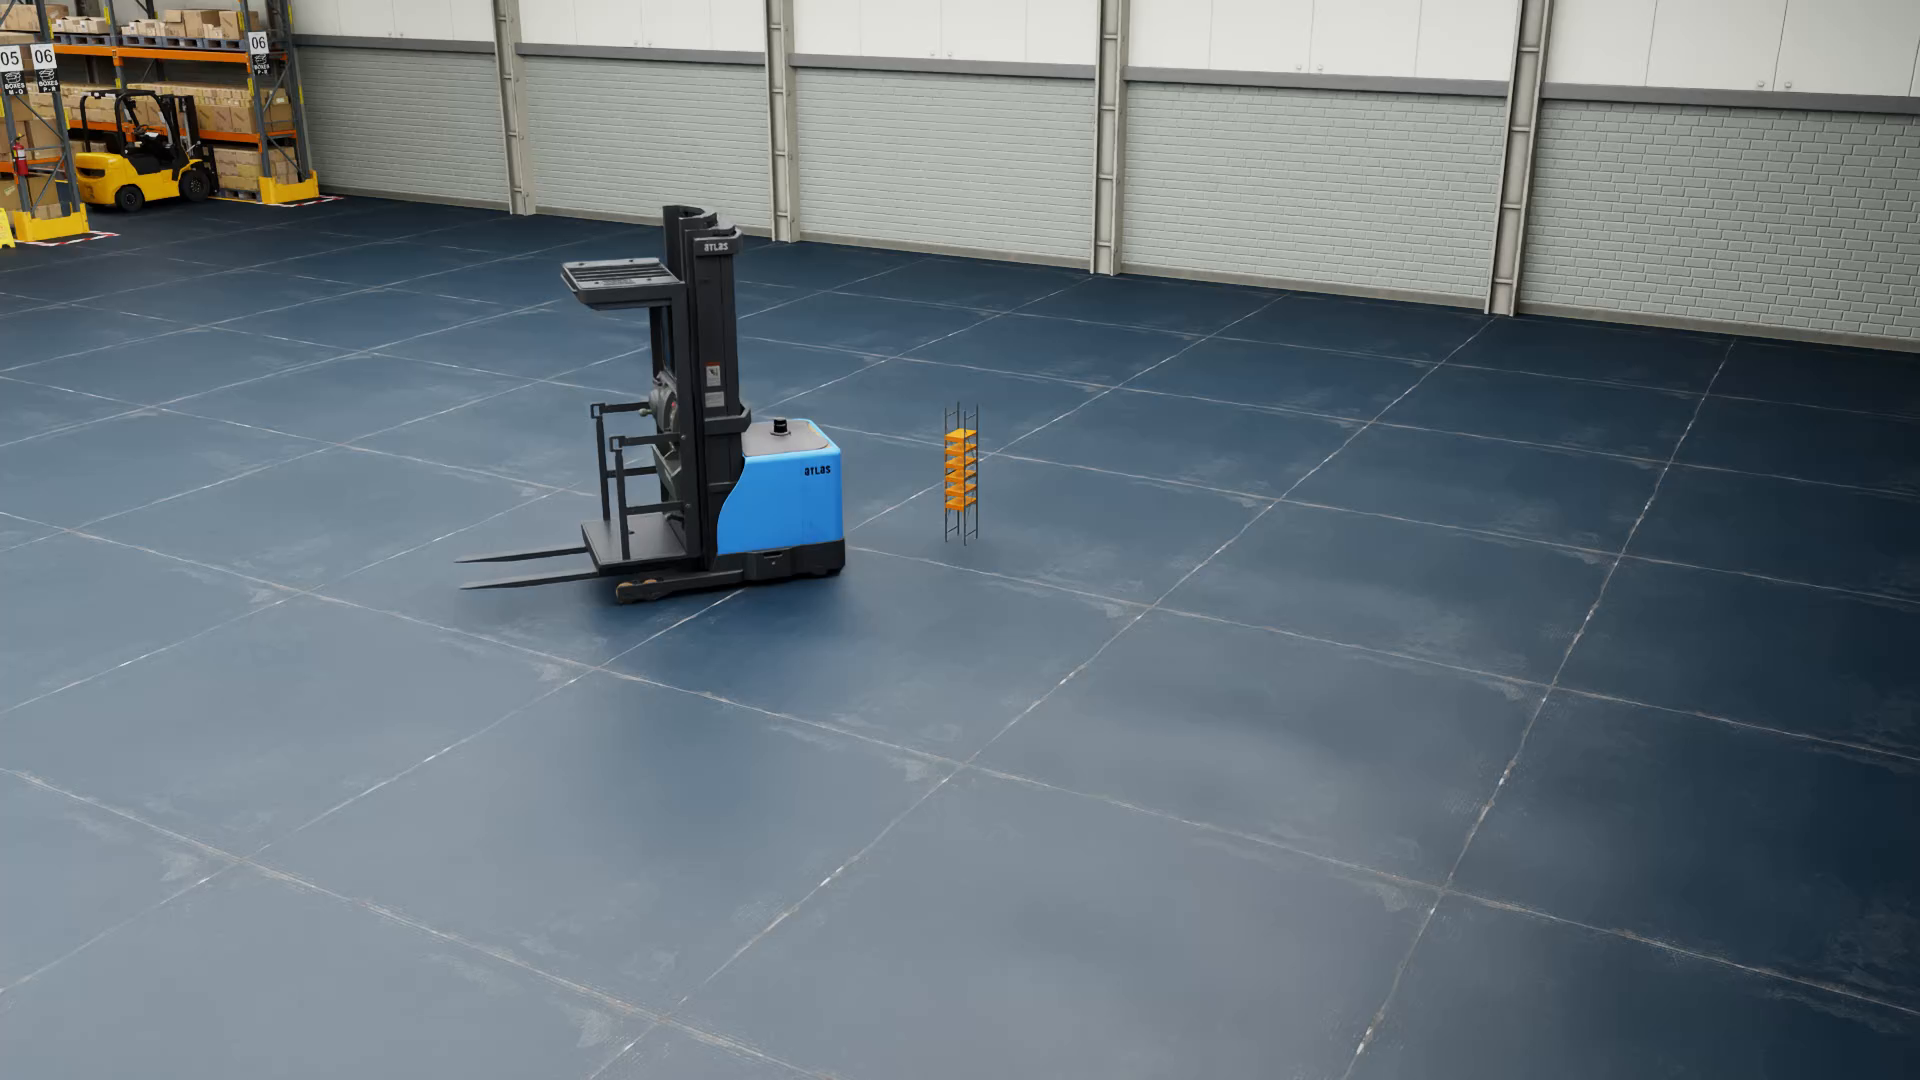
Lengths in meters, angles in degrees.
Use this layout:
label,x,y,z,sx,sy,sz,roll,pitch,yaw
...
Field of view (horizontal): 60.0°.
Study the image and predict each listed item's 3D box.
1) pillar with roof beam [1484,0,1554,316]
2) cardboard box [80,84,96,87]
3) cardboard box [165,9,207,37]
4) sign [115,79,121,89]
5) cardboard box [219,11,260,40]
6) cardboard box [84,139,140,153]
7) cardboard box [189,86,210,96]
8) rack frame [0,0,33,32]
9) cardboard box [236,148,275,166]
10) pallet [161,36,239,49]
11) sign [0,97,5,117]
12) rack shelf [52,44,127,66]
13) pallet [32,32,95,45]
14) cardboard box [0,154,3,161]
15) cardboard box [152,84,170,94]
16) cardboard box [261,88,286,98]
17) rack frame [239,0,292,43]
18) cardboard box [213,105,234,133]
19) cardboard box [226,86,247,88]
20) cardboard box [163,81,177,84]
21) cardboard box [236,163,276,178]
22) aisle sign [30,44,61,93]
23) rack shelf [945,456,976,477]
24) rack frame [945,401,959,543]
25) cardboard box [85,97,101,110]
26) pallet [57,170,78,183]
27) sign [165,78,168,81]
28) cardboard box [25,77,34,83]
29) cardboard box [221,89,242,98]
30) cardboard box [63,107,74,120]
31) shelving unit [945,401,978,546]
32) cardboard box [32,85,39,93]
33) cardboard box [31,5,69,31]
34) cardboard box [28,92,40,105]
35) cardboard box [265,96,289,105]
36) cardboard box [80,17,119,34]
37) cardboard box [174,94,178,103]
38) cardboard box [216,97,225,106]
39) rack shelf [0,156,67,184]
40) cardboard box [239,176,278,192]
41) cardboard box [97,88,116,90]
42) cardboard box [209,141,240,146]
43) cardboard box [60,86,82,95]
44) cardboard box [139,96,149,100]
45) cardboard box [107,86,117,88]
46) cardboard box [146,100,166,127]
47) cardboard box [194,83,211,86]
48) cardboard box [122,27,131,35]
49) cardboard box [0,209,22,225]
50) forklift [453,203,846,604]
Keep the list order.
label,x,y,z,sx,sy,sz,roll,pitch,yaw
pillar with roof beam,5.400,-6.097,17.978,0.400,9.000,9.100,11,23,27
cardboard box,-18.537,-9.605,35.347,0.250,0.149,0.380,12,23,29
cardboard box,-15.128,-10.179,32.714,0.637,0.503,0.797,12,23,29
sign,-17.033,-9.175,33.678,0.005,0.325,0.100,11,23,27
cardboard box,-13.790,-9.868,31.864,0.500,0.500,0.500,12,23,29
cardboard box,-17.912,-8.127,35.237,0.625,0.625,0.875,11,22,27
cardboard box,-15.043,-8.908,32.989,0.250,0.149,0.380,11,23,28
rack frame,-20.269,-12.316,35.122,0.127,3.000,1.000,11,23,27
cardboard box,-13.839,-7.524,32.660,0.500,0.250,0.500,12,23,29
pallet,-14.959,-9.862,32.885,1.213,0.211,1.003,11,23,27
sign,-15.991,-7.219,27.705,0.005,0.325,0.100,11,23,27
rack shelf,-18.523,-10.236,34.840,4.000,0.370,1.077,11,23,27
pallet,-18.655,-10.546,34.918,1.213,0.211,1.003,12,23,30
cardboard box,-16.409,-6.577,28.466,0.250,0.149,0.380,10,22,27
cardboard box,-15.970,-9.052,33.386,0.250,0.149,0.380,11,23,28
cardboard box,-13.474,-8.777,32.629,0.250,0.149,0.380,10,22,26
rack frame,-13.285,-10.986,31.455,0.127,3.000,1.000,11,23,27
cardboard box,-14.291,-8.306,32.716,0.500,0.500,0.500,12,23,29
cardboard box,-14.375,-8.952,33.112,0.250,0.149,0.380,12,23,29
cardboard box,-16.152,-9.306,34.086,0.250,0.149,0.380,10,22,26
cardboard box,-13.863,-7.294,32.756,0.500,0.250,0.500,10,22,27
aisle sign,-15.497,-7.992,28.185,0.004,0.787,0.394,11,23,27
rack shelf,0.013,-0.633,14.128,0.180,0.103,0.258,11,23,27
rack frame,-0.067,-0.577,14.196,0.006,1.200,0.240,11,23,27
cardboard box,-17.783,-9.085,34.497,0.500,0.250,0.500,10,22,26
pallet,-18.509,-7.834,35.651,1.213,0.211,1.003,11,23,27
sign,-16.508,-9.441,34.607,0.005,0.325,0.100,11,23,27
cardboard box,-20.642,-9.873,36.421,0.500,0.500,0.500,12,23,30
cardboard box,-14.173,-8.722,32.476,0.250,0.149,0.380,11,23,28
cardboard box,-18.659,-9.024,35.063,0.500,0.250,0.500,12,23,29
shelving unit,0.013,-0.562,14.154,0.189,1.200,0.258,11,23,27
cardboard box,-19.430,-9.589,35.302,0.250,0.149,0.380,11,23,28
cardboard box,-18.867,-10.836,34.530,0.500,0.500,0.500,11,23,29
cardboard box,-19.565,-9.431,35.451,0.500,0.250,0.500,12,23,29
cardboard box,-13.455,-8.651,32.719,0.250,0.149,0.380,10,22,26
cardboard box,-17.528,-10.492,33.859,0.500,0.311,0.500,10,22,26
cardboard box,-15.524,-8.830,33.212,0.250,0.149,0.380,10,22,26
cardboard box,-14.370,-8.632,32.664,0.250,0.149,0.380,11,22,27
rack shelf,-17.449,-6.682,29.442,4.000,0.370,1.077,11,23,27
cardboard box,-13.849,-7.055,32.831,0.500,0.250,0.500,11,23,28
cardboard box,-17.606,-9.268,34.417,0.250,0.149,0.380,11,23,27
cardboard box,-14.926,-7.933,33.785,0.500,0.250,0.500,10,22,26
cardboard box,-18.583,-9.398,34.778,0.250,0.149,0.380,10,22,26
cardboard box,-16.400,-9.009,33.704,0.250,0.149,0.380,11,23,29
cardboard box,-17.639,-9.444,34.903,0.250,0.149,0.380,11,22,27
cardboard box,-16.054,-8.645,33.652,0.500,0.500,0.500,11,23,28
cardboard box,-15.249,-9.137,33.621,0.250,0.149,0.380,11,22,27
cardboard box,-16.534,-10.202,33.299,0.250,0.149,0.380,11,23,28
cardboard box,-16.560,-5.651,28.961,0.500,0.250,0.500,11,23,27
forklift,-2.510,-1.082,13.049,3.031,2.935,1.130,-7,21,-19
